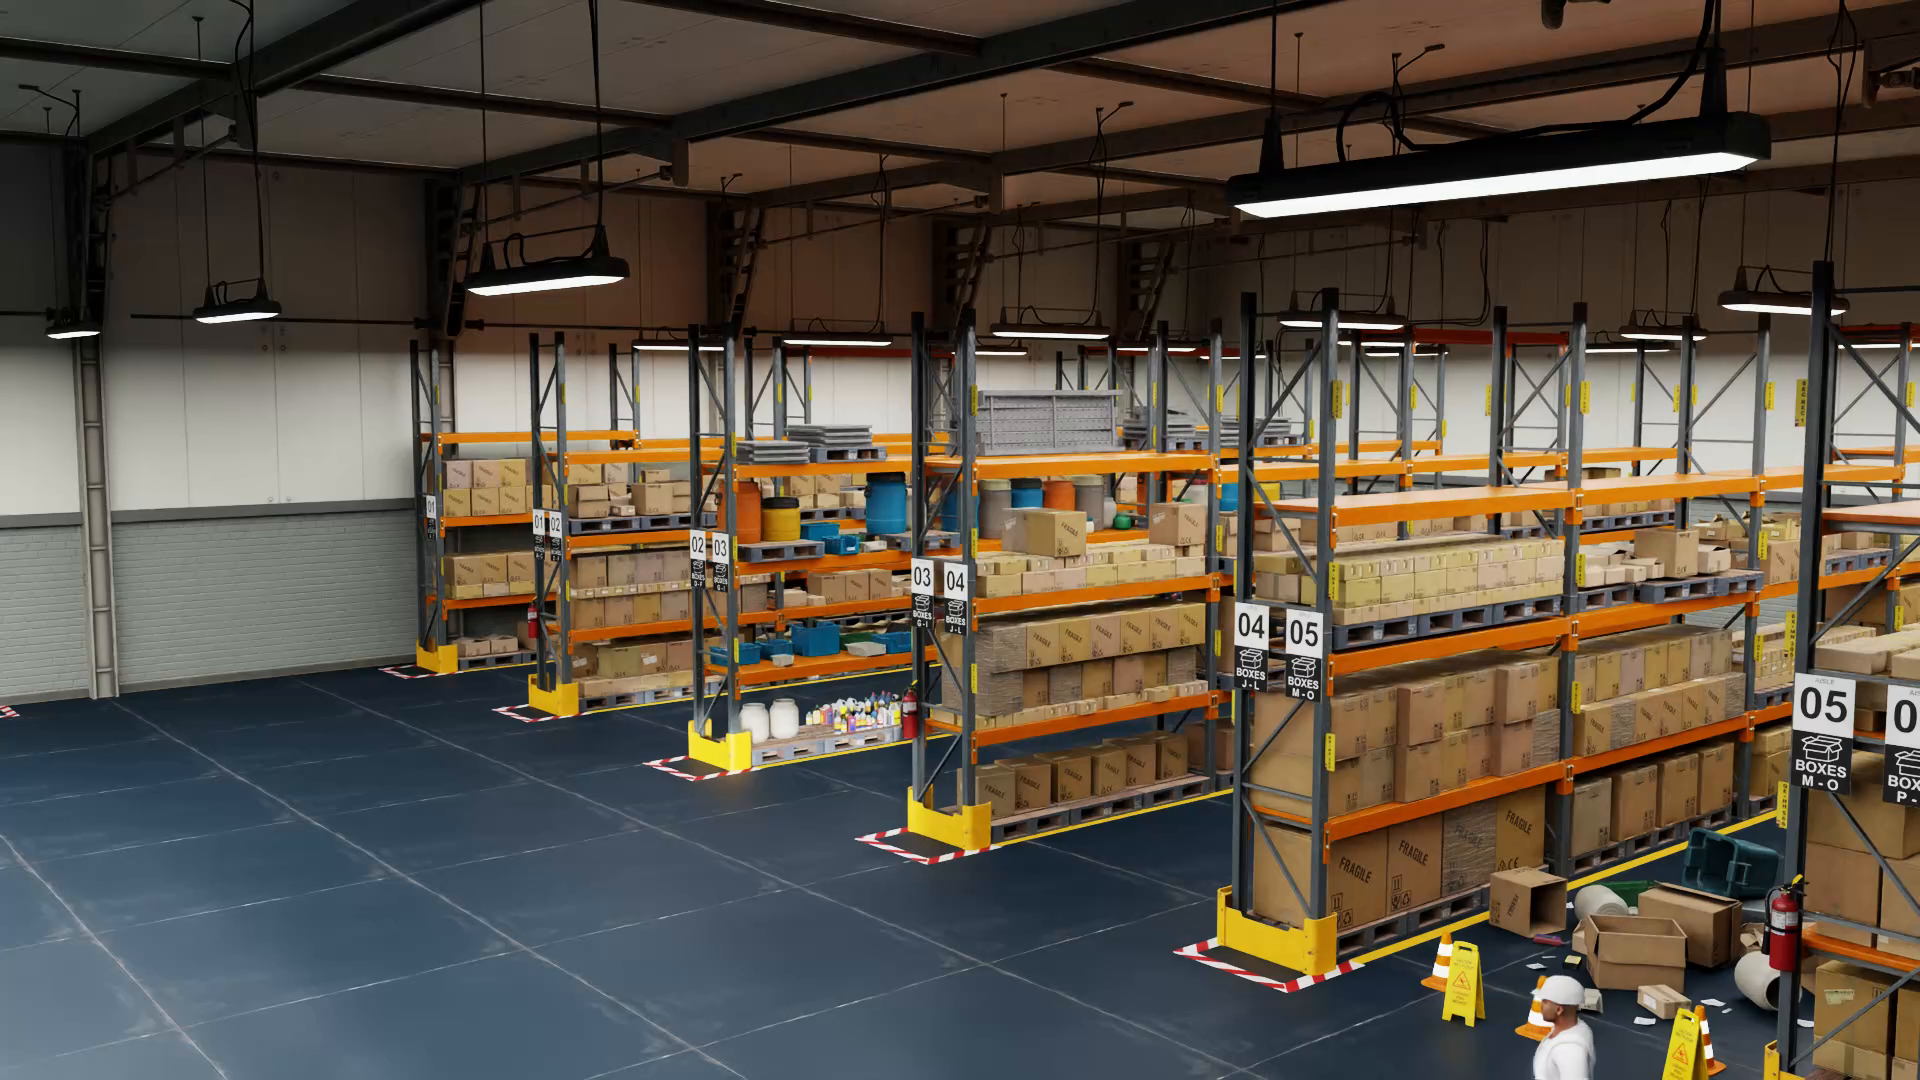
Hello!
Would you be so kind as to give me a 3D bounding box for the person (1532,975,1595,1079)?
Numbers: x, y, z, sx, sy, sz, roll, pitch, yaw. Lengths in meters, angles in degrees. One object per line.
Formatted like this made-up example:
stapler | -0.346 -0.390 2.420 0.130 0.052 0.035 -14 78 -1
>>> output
person | 3.463 3.393 9.660 0.868 1.743 0.615 1 5 11
